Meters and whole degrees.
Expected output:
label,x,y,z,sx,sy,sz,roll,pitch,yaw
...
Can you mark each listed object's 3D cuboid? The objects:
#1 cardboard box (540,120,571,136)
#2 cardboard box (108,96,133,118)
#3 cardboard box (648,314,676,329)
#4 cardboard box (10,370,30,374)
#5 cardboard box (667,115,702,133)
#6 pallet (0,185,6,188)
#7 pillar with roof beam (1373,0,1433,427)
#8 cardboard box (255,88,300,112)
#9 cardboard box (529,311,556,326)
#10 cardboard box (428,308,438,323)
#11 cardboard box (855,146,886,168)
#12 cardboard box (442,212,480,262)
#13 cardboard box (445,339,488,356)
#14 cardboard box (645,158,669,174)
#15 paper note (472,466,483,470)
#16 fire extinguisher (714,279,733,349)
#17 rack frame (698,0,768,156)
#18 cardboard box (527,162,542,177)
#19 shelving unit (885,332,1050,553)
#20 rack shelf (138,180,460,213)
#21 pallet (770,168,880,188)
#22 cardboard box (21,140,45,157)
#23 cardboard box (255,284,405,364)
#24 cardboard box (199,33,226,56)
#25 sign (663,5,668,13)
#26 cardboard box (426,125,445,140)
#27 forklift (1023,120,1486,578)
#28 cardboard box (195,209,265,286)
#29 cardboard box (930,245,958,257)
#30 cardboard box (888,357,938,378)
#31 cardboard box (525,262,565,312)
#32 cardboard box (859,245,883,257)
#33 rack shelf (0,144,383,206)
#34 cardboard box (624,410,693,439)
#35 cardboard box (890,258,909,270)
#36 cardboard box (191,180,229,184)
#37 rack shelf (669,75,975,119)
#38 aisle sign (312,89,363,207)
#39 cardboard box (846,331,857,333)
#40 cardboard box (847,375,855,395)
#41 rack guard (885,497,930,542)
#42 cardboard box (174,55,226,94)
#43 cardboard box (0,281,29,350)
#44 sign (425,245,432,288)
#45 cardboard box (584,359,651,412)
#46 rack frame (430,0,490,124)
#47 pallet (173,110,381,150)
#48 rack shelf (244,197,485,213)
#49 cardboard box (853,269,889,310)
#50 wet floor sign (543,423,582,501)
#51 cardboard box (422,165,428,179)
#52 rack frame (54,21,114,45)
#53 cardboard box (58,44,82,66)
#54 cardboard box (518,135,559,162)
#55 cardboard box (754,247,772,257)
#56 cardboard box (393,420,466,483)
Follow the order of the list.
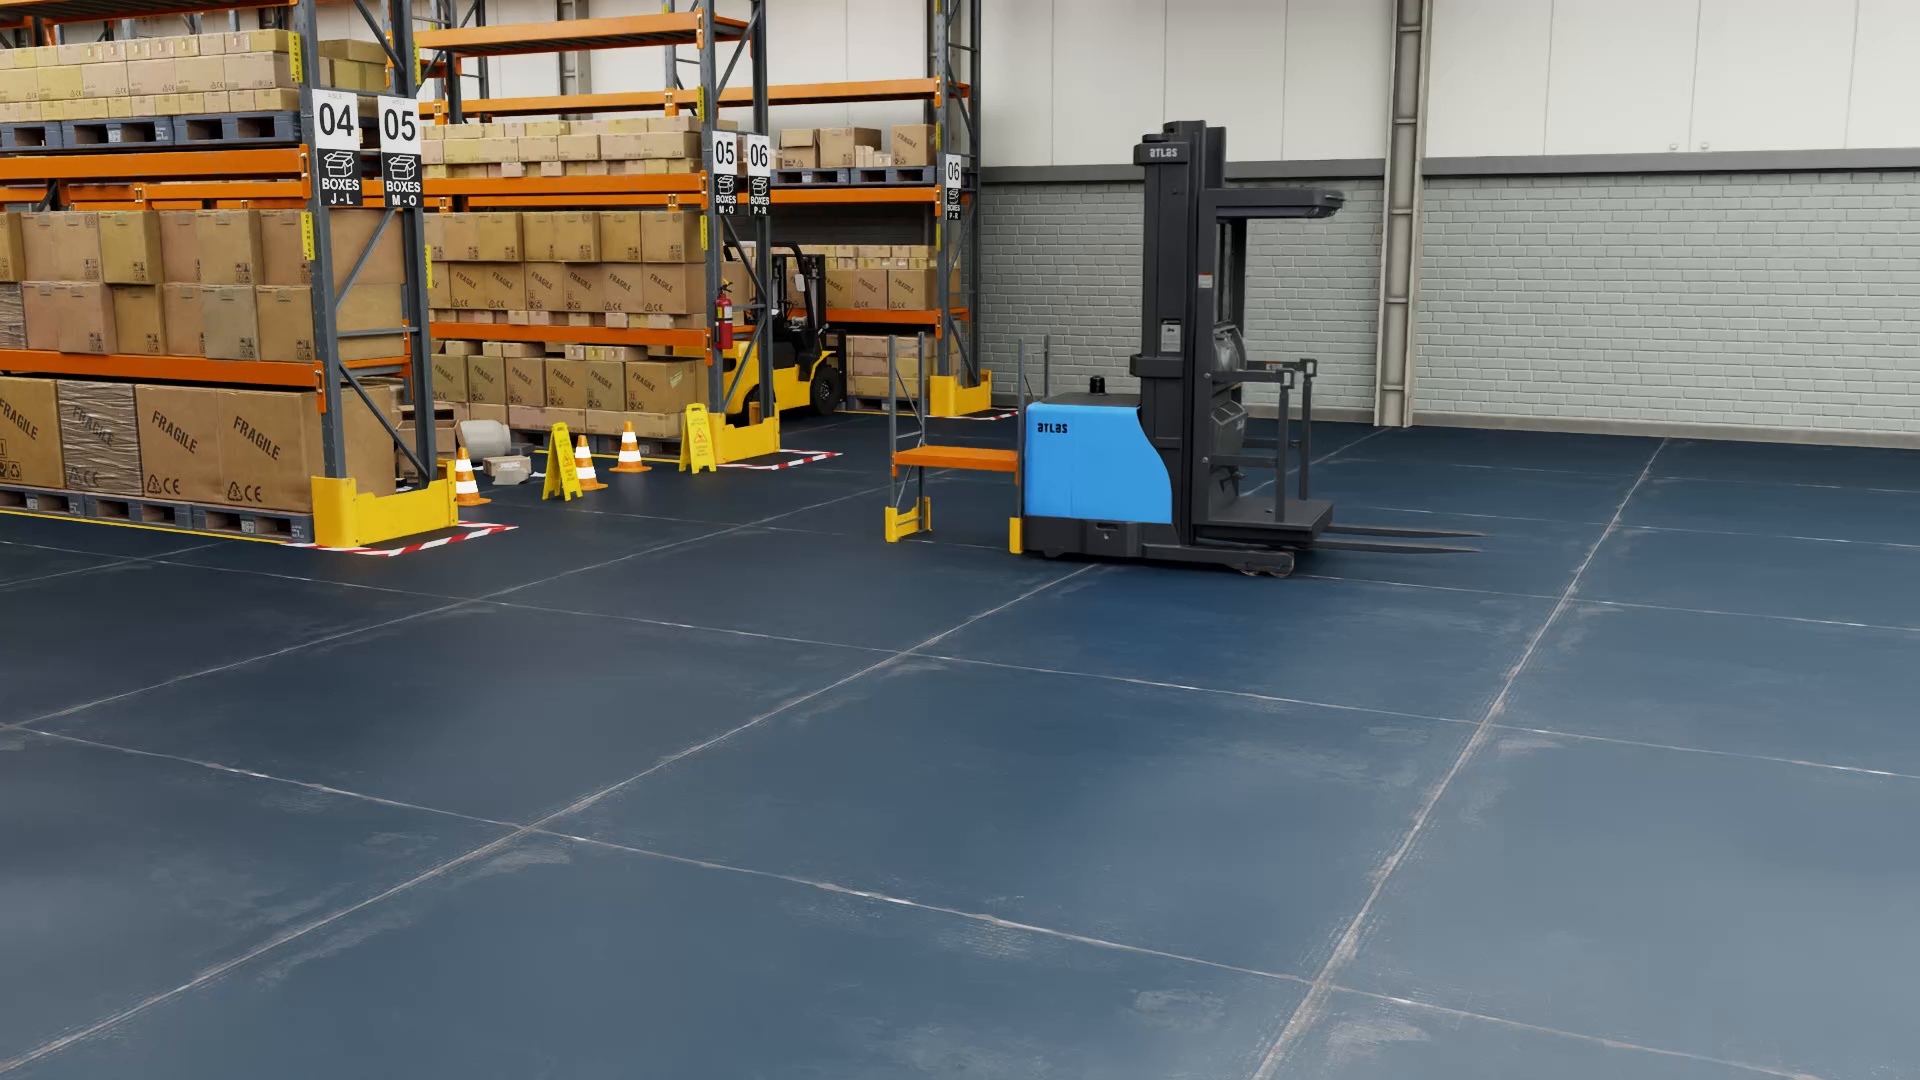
label,x,y,z,sx,sy,sz,roll,pitch,yaw
cardboard box,-4.025,-4.160,16.837,0.250,0.149,0.380,5,12,27
cardboard box,-6.117,-3.222,12.435,0.250,0.149,0.380,5,11,27
cardboard box,-2.908,-2.194,16.637,0.250,0.149,0.380,5,11,25
cardboard box,-11.558,-2.321,21.418,0.875,0.875,0.875,5,12,27
cardboard box,-2.635,-4.045,16.199,0.250,0.149,0.380,5,11,26
pallet,-12.119,-4.583,21.247,1.217,0.209,0.805,5,11,24
pillar with roof beam,3.242,-5.104,15.162,0.400,9.000,9.100,5,11,26
cardboard box,-4.749,-3.102,11.770,0.250,0.149,0.380,5,11,26
cardboard box,-4.267,-2.318,17.321,0.250,0.149,0.380,5,11,26
cardboard box,-5.648,-2.436,17.971,0.250,0.149,0.380,5,11,26
cardboard box,-1.113,-4.816,20.911,0.258,0.266,0.396,5,11,26
cardboard box,-5.042,-3.210,17.620,0.500,0.500,0.700,5,11,26
cardboard box,-5.293,-2.068,17.850,0.250,0.149,0.380,5,11,27
cardboard box,-2.883,-3.670,16.371,0.250,0.149,0.380,5,11,26
paper note,-4.625,-0.701,16.050,0.148,0.019,0.142,-10,14,-43
fire extinguisher,-2.303,-2.200,16.178,0.183,0.674,0.296,5,11,26
rack frame,-2.201,-5.272,16.093,0.127,3.000,1.000,5,11,26
cardboard box,-4.233,-3.802,17.099,0.250,0.149,0.380,5,11,26
shelving unit,0.060,-0.732,12.065,1.083,1.500,0.587,5,11,26
rack shelf,-7.582,-3.915,19.037,4.000,0.370,1.077,5,11,26
pallet,-1.729,-4.702,21.611,1.213,0.211,1.003,5,11,26
cardboard box,-11.085,-4.775,20.309,0.500,0.500,0.500,5,11,26
cardboard box,-4.654,-1.618,12.324,0.550,0.550,0.875,5,11,26
cardboard box,-5.206,-3.535,11.922,0.250,0.149,0.380,5,12,27
sign,-3.825,-6.792,21.643,0.005,0.325,0.100,5,11,26
cardboard box,-5.404,-4.287,17.541,0.250,0.149,0.380,5,12,28
forklift,2.008,-1.303,11.197,3.031,2.935,1.130,4,11,20
cardboard box,-5.151,-2.191,12.460,0.550,0.550,0.875,5,11,26
cardboard box,-0.215,-3.689,21.251,0.250,0.149,0.380,5,11,25
cardboard box,-0.583,-2.201,21.109,0.500,0.250,0.500,5,11,25
cardboard box,-4.150,-2.638,17.266,0.500,0.500,0.500,5,11,26
cardboard box,-1.095,-3.685,21.230,0.250,0.149,0.380,5,11,26
rack shelf,-6.095,-2.801,12.883,4.000,0.370,1.077,5,11,26
cardboard box,-3.067,-1.196,16.960,0.500,0.250,0.500,5,11,26
cardboard box,-0.686,-3.480,20.932,0.250,0.149,0.380,5,12,27
cardboard box,-8.530,-4.400,19.413,0.500,0.500,0.700,5,11,26
rack shelf,-1.802,-5.672,21.446,4.000,0.370,1.077,5,11,26
aisle sign,-4.370,-2.747,11.688,0.004,0.787,0.394,5,11,26
cardboard box,-1.706,-2.648,22.175,0.500,0.250,0.500,5,11,25
cardboard box,-1.456,-2.035,21.593,0.500,0.250,0.500,5,11,26
rack guard,-0.387,-0.156,12.391,0.087,0.250,0.587,5,11,26
cardboard box,-5.312,-3.360,12.074,0.500,0.250,0.500,5,11,26
cardboard box,-7.552,-1.884,13.794,0.550,0.550,0.875,5,11,26
sign,-4.050,-2.075,12.619,0.005,0.325,0.100,5,11,26
cardboard box,-3.505,-1.605,17.111,0.500,0.500,0.500,6,12,28
rack frame,-7.183,-6.696,23.958,0.127,3.000,1.000,5,11,26
pallet,-4.971,-3.011,12.270,1.213,0.211,1.003,5,11,26
rack shelf,-8.976,-5.023,25.160,4.000,0.370,1.077,5,11,26
cardboard box,-1.027,-3.202,21.217,0.500,0.500,0.500,5,12,28
wet floor sign,-3.399,-0.677,14.160,0.232,0.644,0.267,3,11,16
cardboard box,-5.616,-3.923,17.769,0.250,0.149,0.380,5,11,25
rack frame,-14.357,-7.326,27.442,0.127,3.000,1.000,5,11,26
cardboard box,-6.570,-3.654,12.584,0.250,0.149,0.380,5,11,26
cardboard box,-4.151,-3.986,16.992,0.500,0.250,0.500,5,11,26
cardboard box,-2.504,-3.793,21.828,0.250,0.149,0.380,5,11,25
cardboard box,-4.897,-0.826,15.381,0.637,0.503,0.797,-2,11,-14
